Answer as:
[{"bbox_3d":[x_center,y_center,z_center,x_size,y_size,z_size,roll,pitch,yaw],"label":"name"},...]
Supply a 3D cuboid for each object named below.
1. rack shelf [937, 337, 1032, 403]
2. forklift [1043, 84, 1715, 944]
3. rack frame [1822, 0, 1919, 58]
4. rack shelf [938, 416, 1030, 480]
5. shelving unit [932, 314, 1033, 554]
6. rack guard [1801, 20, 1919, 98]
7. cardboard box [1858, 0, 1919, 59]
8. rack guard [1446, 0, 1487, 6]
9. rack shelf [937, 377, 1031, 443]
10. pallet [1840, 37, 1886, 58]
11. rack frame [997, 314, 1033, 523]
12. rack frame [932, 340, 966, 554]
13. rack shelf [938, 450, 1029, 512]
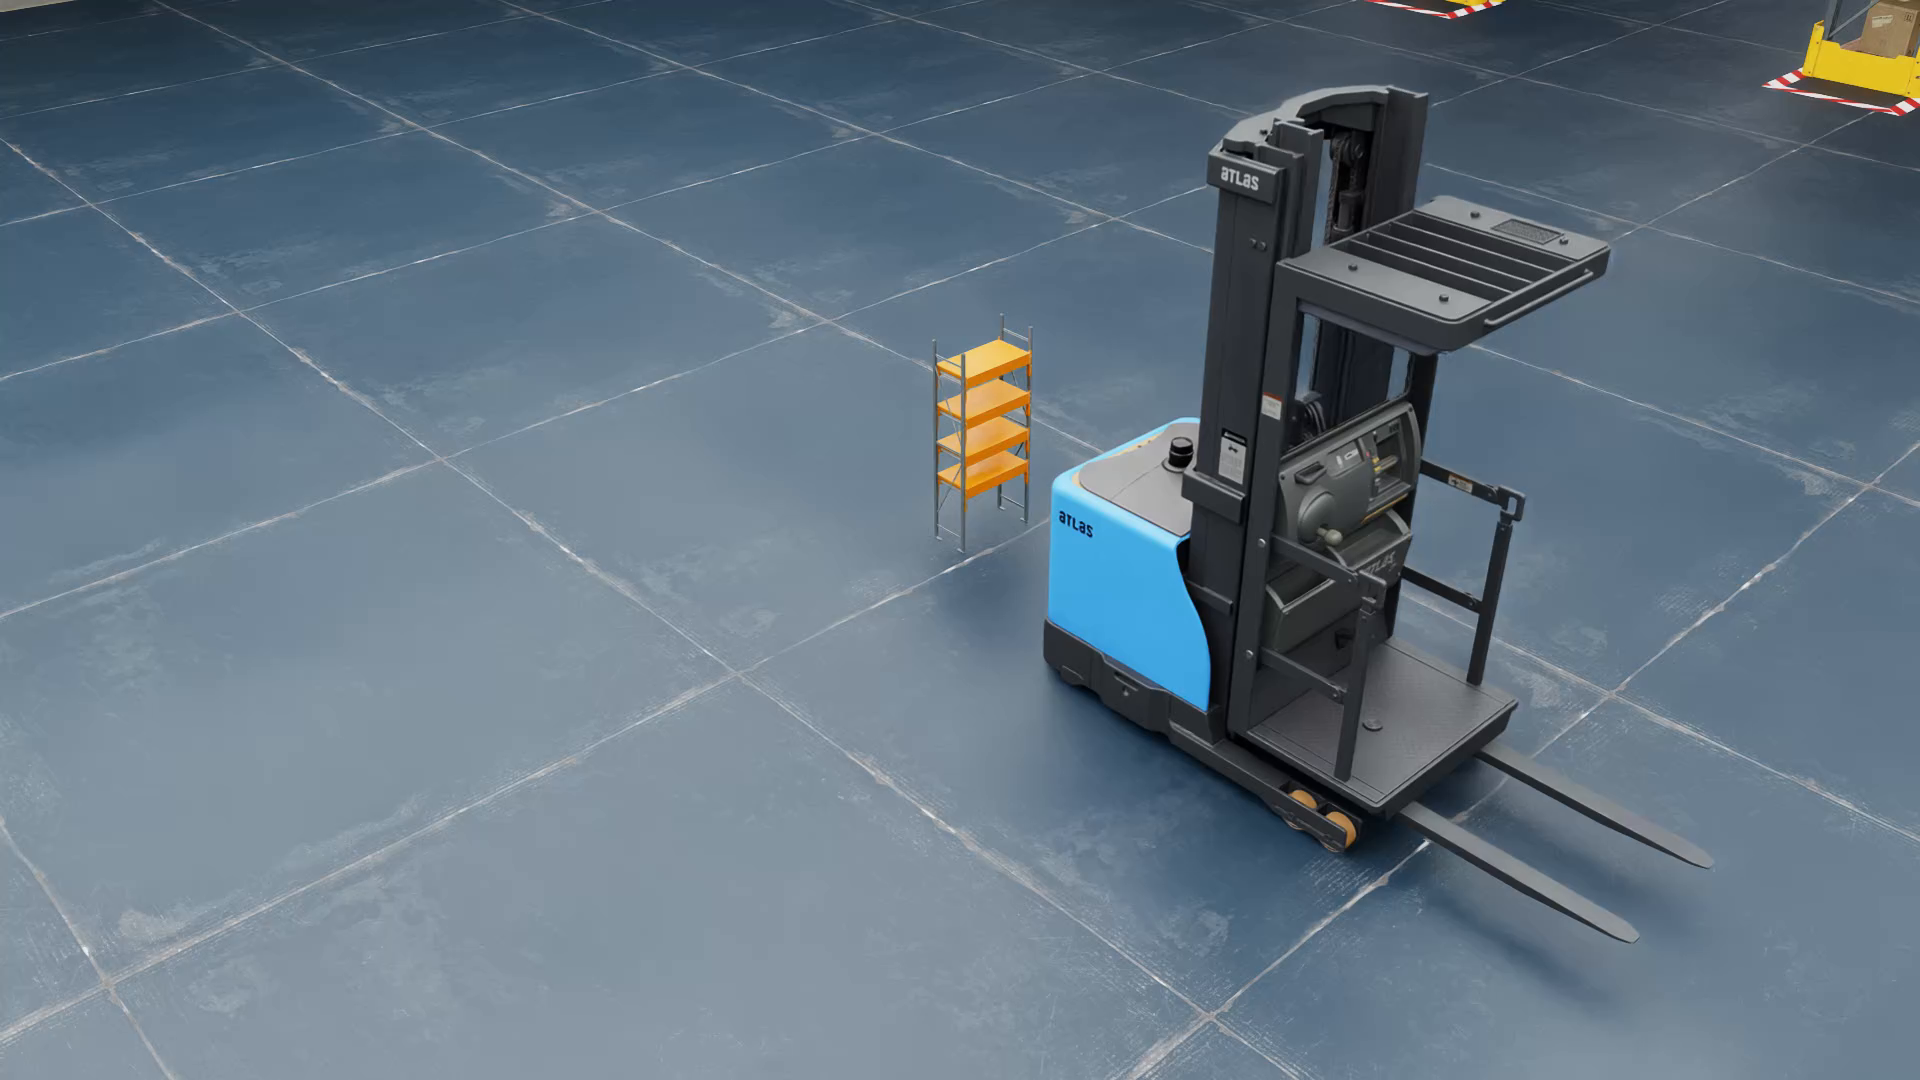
[{"bbox_3d":[0.121,-0.906,8.828,0.480,0.148,0.258,-26,40,-35],"label":"rack shelf"},{"bbox_3d":[1.776,-0.227,6.811,1.130,2.935,3.031,-26,40,-35],"label":"forklift"},{"bbox_3d":[9.080,-5.869,15.972,0.127,3.000,1.000,-26,40,-35],"label":"rack frame"},{"bbox_3d":[0.121,-0.513,9.068,0.480,0.148,0.258,-26,40,-35],"label":"rack shelf"},{"bbox_3d":[0.121,-0.571,9.033,0.503,1.200,0.258,-26,40,-35],"label":"shelving unit"},{"bbox_3d":[9.136,-4.829,16.669,0.348,0.500,1.175,-26,40,-35],"label":"rack guard"},{"bbox_3d":[9.550,-5.197,16.867,0.500,0.500,0.500,-18,36,-27],"label":"cardboard box"},{"bbox_3d":[5.737,-6.742,19.797,0.348,0.500,1.175,-26,40,-35],"label":"rack guard"},{"bbox_3d":[0.121,-0.704,8.951,0.480,0.148,0.258,-26,40,-35],"label":"rack shelf"},{"bbox_3d":[9.756,-4.981,17.193,1.213,0.211,1.003,-26,40,-35],"label":"pallet"},{"bbox_3d":[0.300,-0.657,9.175,0.015,1.200,0.240,-26,40,-35],"label":"rack frame"},{"bbox_3d":[-0.058,-0.484,8.891,0.015,1.200,0.240,-26,40,-35],"label":"rack frame"},{"bbox_3d":[0.121,-0.344,9.172,0.480,0.148,0.258,-26,40,-35],"label":"rack shelf"}]
